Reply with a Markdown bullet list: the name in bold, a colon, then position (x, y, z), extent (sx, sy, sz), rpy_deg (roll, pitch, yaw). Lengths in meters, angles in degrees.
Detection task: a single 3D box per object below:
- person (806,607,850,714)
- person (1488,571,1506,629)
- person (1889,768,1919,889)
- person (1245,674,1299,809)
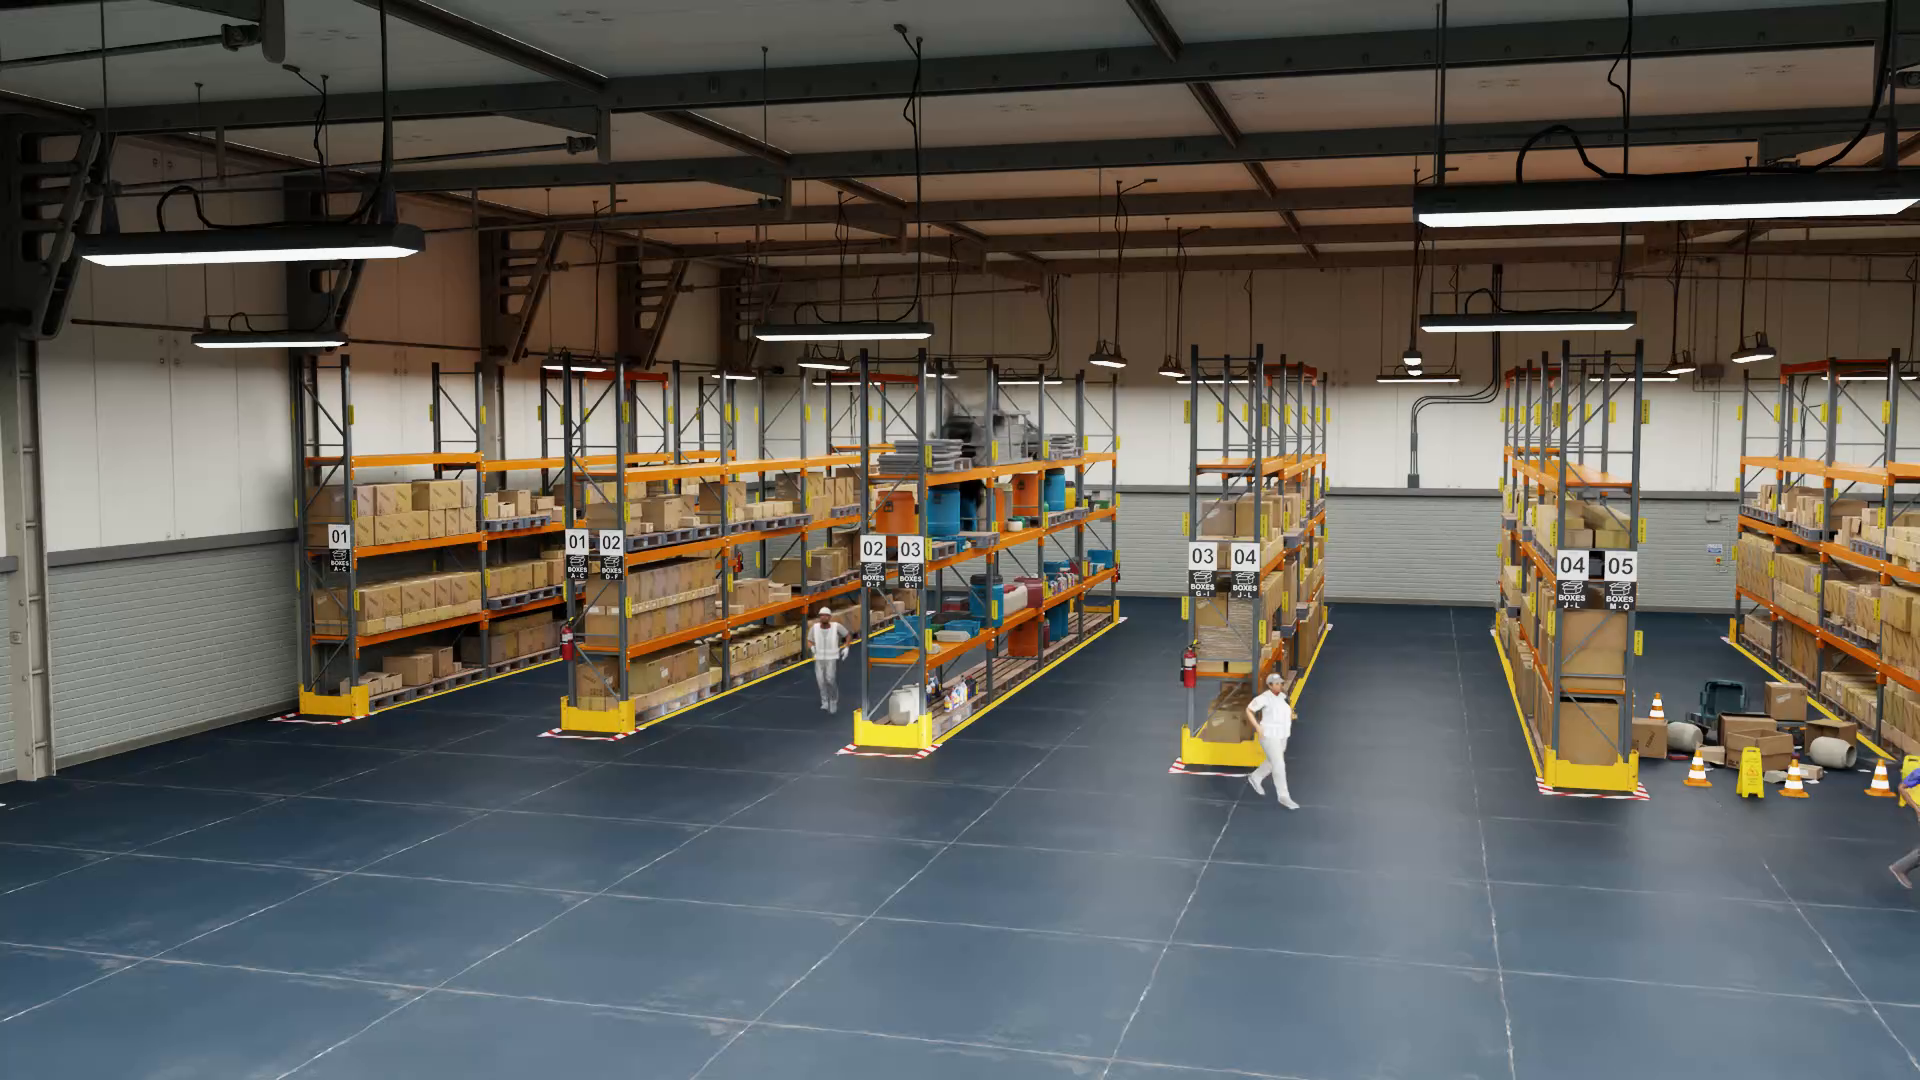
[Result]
- **person**: position (-2.216, 2.015, 27.699), extent (0.708, 1.795, 0.687), rpy_deg (1, 4, 8)
- **person**: position (12.878, 1.202, 39.047), extent (0.905, 1.786, 0.765), rpy_deg (1, 4, 9)
- **person**: position (9.973, 2.878, 17.034), extent (0.574, 1.644, 0.941), rpy_deg (-3, 5, -32)
- **person**: position (4.050, 2.547, 21.409), extent (0.600, 1.666, 0.899), rpy_deg (-4, 6, -41)
